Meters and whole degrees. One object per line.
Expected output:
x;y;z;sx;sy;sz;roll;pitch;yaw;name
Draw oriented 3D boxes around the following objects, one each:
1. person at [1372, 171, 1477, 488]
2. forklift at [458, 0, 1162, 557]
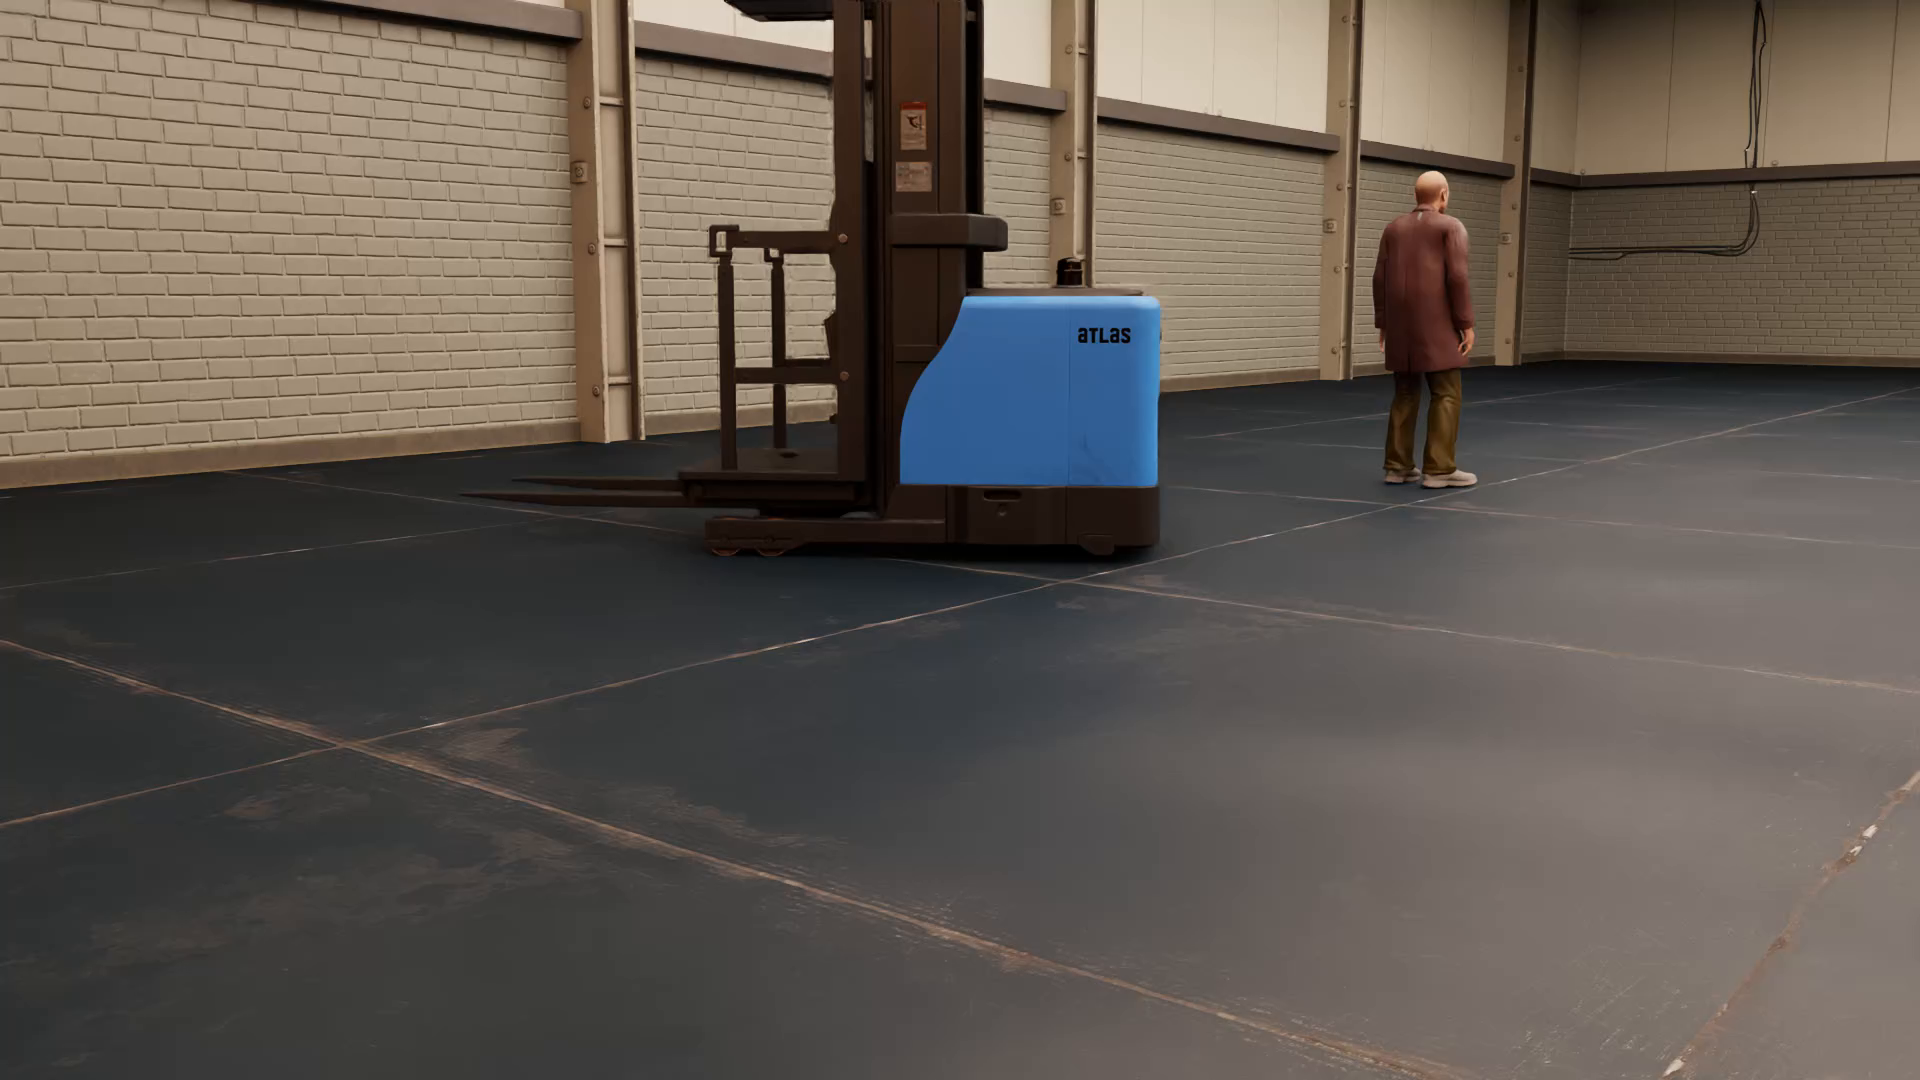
2.649;-1.198;9.472;0.436;1.774;0.644;-7;11;-39;person
-0.642;-1.453;7.210;3.031;2.935;1.130;1;8;6;forklift
